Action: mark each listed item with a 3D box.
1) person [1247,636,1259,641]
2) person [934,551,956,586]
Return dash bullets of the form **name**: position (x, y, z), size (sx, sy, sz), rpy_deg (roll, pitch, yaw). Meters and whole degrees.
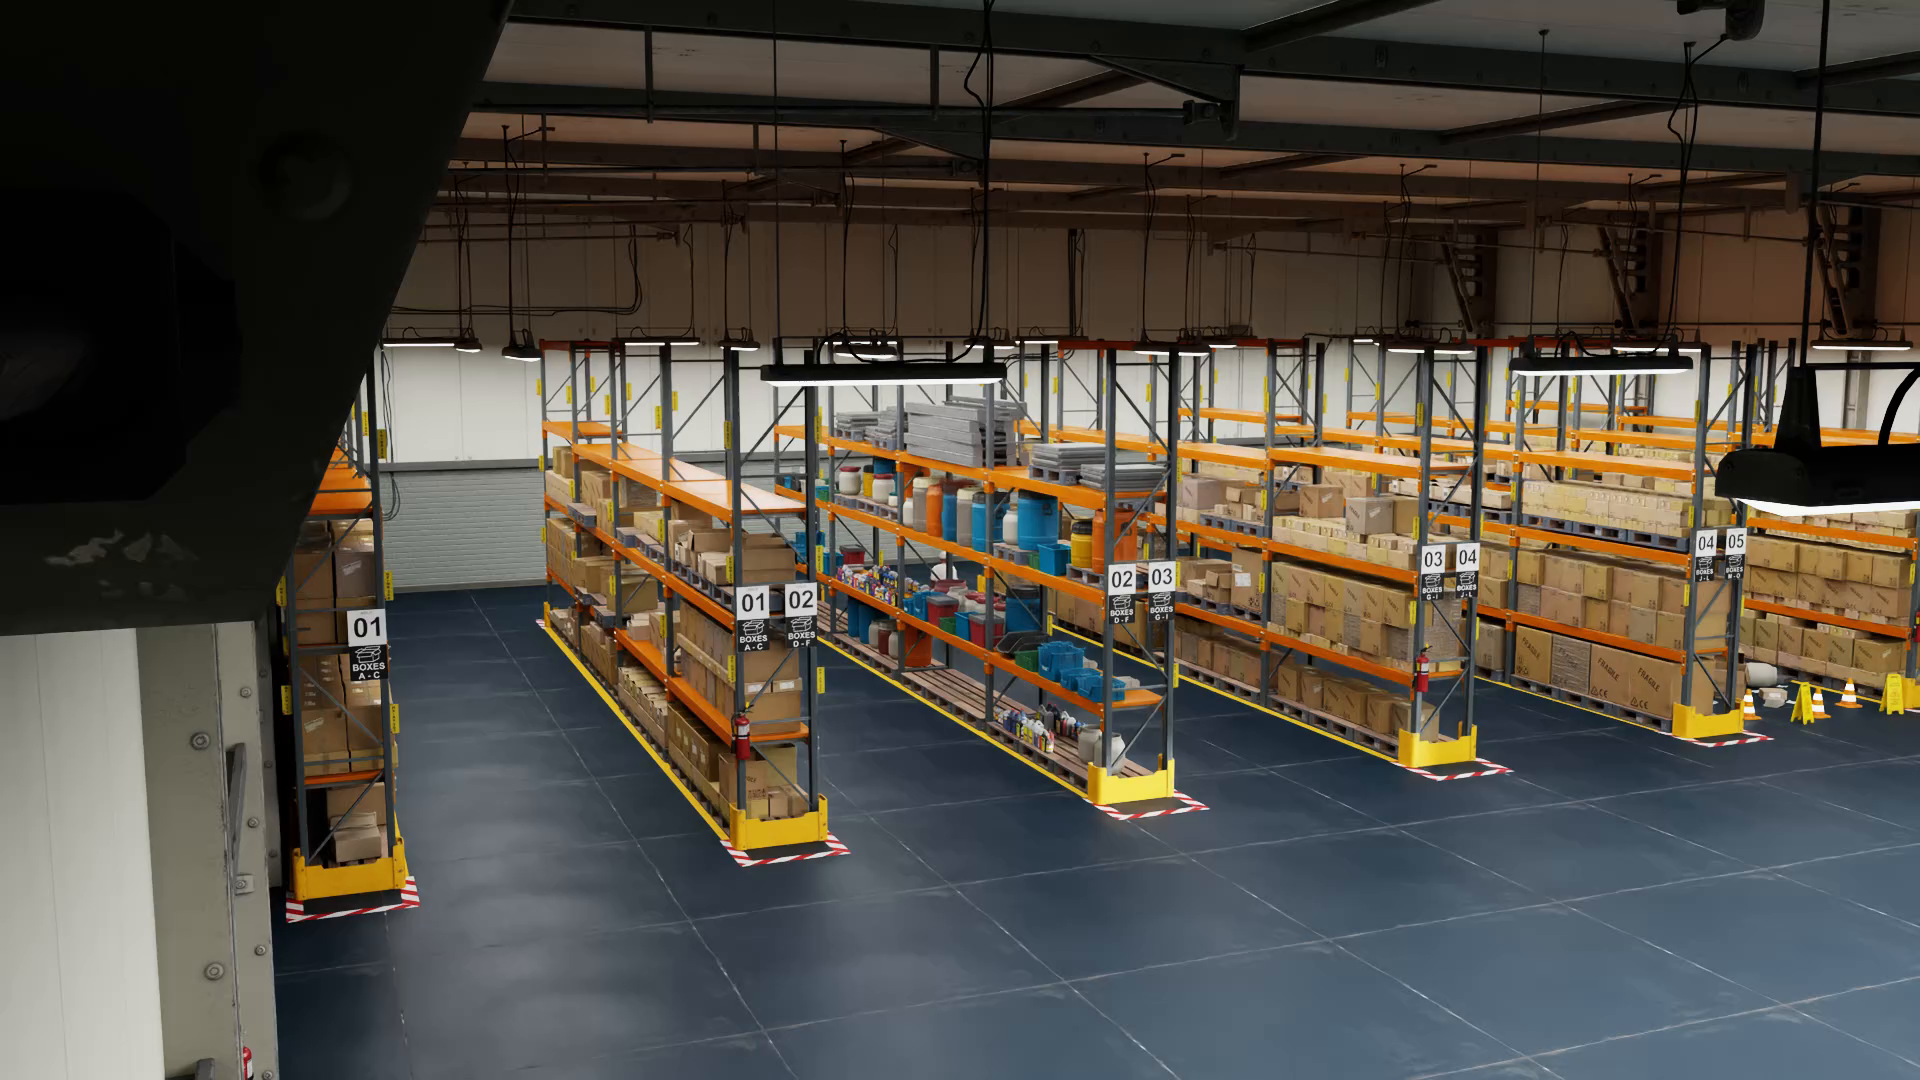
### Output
- **person**: position (5.959, 1.211, 33.222), size (0.555, 1.701, 0.410), rpy_deg (-6, 10, -40)
- **person**: position (-0.276, 1.110, 33.528), size (0.374, 1.813, 0.682), rpy_deg (-6, 9, -38)
